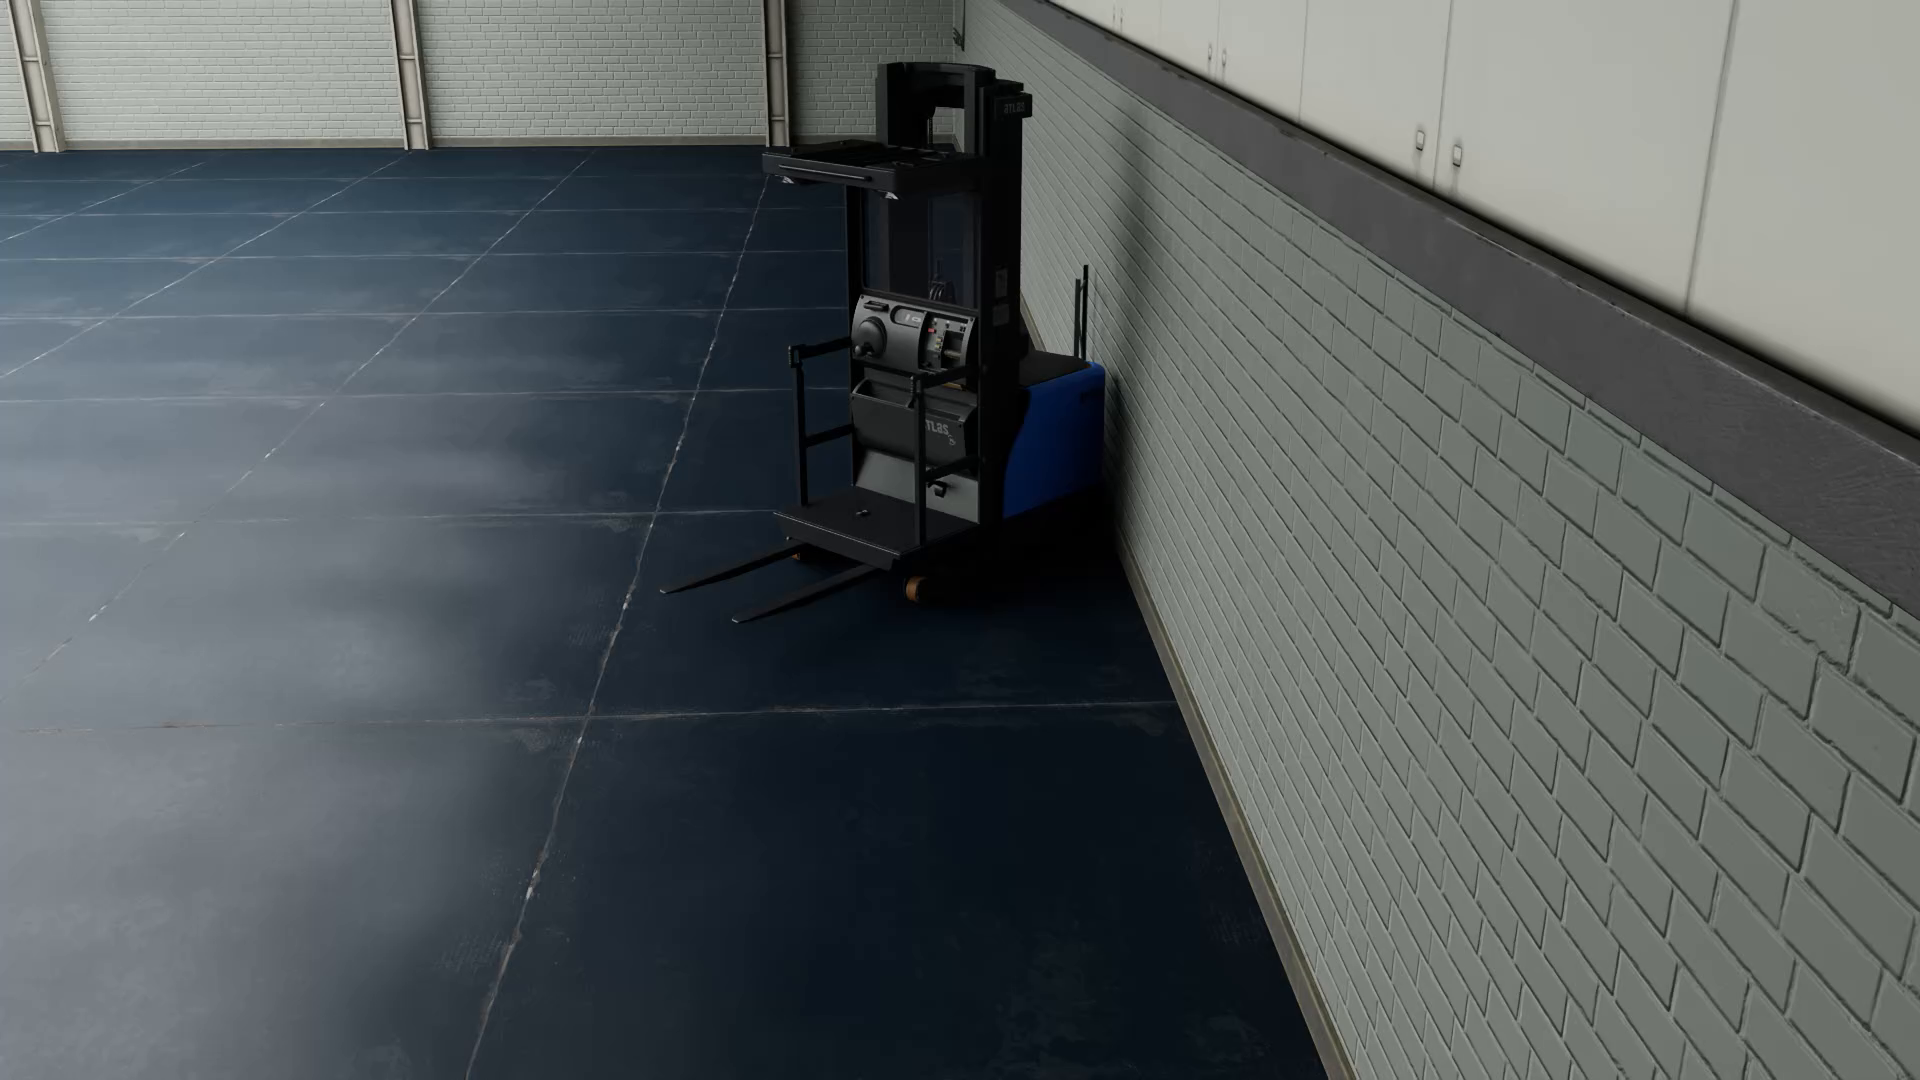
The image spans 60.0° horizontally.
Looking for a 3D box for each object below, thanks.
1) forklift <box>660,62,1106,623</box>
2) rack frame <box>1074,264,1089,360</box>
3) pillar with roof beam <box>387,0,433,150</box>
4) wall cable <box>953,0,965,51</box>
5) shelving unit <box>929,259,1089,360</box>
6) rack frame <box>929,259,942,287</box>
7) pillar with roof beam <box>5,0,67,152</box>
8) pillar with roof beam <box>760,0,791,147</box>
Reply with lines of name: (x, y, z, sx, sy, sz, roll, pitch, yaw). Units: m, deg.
forklift: (-0.418, -1.203, 9.662, 1.130, 2.935, 3.031, 18, 27, 38)
rack frame: (0.816, -1.090, 11.374, 0.032, 1.500, 0.500, 4, 21, 10)
pillar with roof beam: (-8.823, -9.244, 22.253, 0.400, 9.000, 9.100, -1, 21, -3)
wall cable: (-0.062, -9.034, 26.066, 0.112, 2.526, 3.097, -1, 21, -3)
shelving unit: (0.316, -1.123, 11.461, 1.048, 1.500, 0.538, 4, 21, 10)
rack frame: (-0.183, -1.157, 11.549, 0.032, 1.500, 0.500, 4, 21, 10)
pillar with roof beam: (-14.813, -9.122, 21.933, 0.400, 9.000, 9.100, -1, 21, -3)
pillar with roof beam: (-2.832, -9.366, 22.573, 0.400, 9.000, 9.100, -1, 21, -3)
